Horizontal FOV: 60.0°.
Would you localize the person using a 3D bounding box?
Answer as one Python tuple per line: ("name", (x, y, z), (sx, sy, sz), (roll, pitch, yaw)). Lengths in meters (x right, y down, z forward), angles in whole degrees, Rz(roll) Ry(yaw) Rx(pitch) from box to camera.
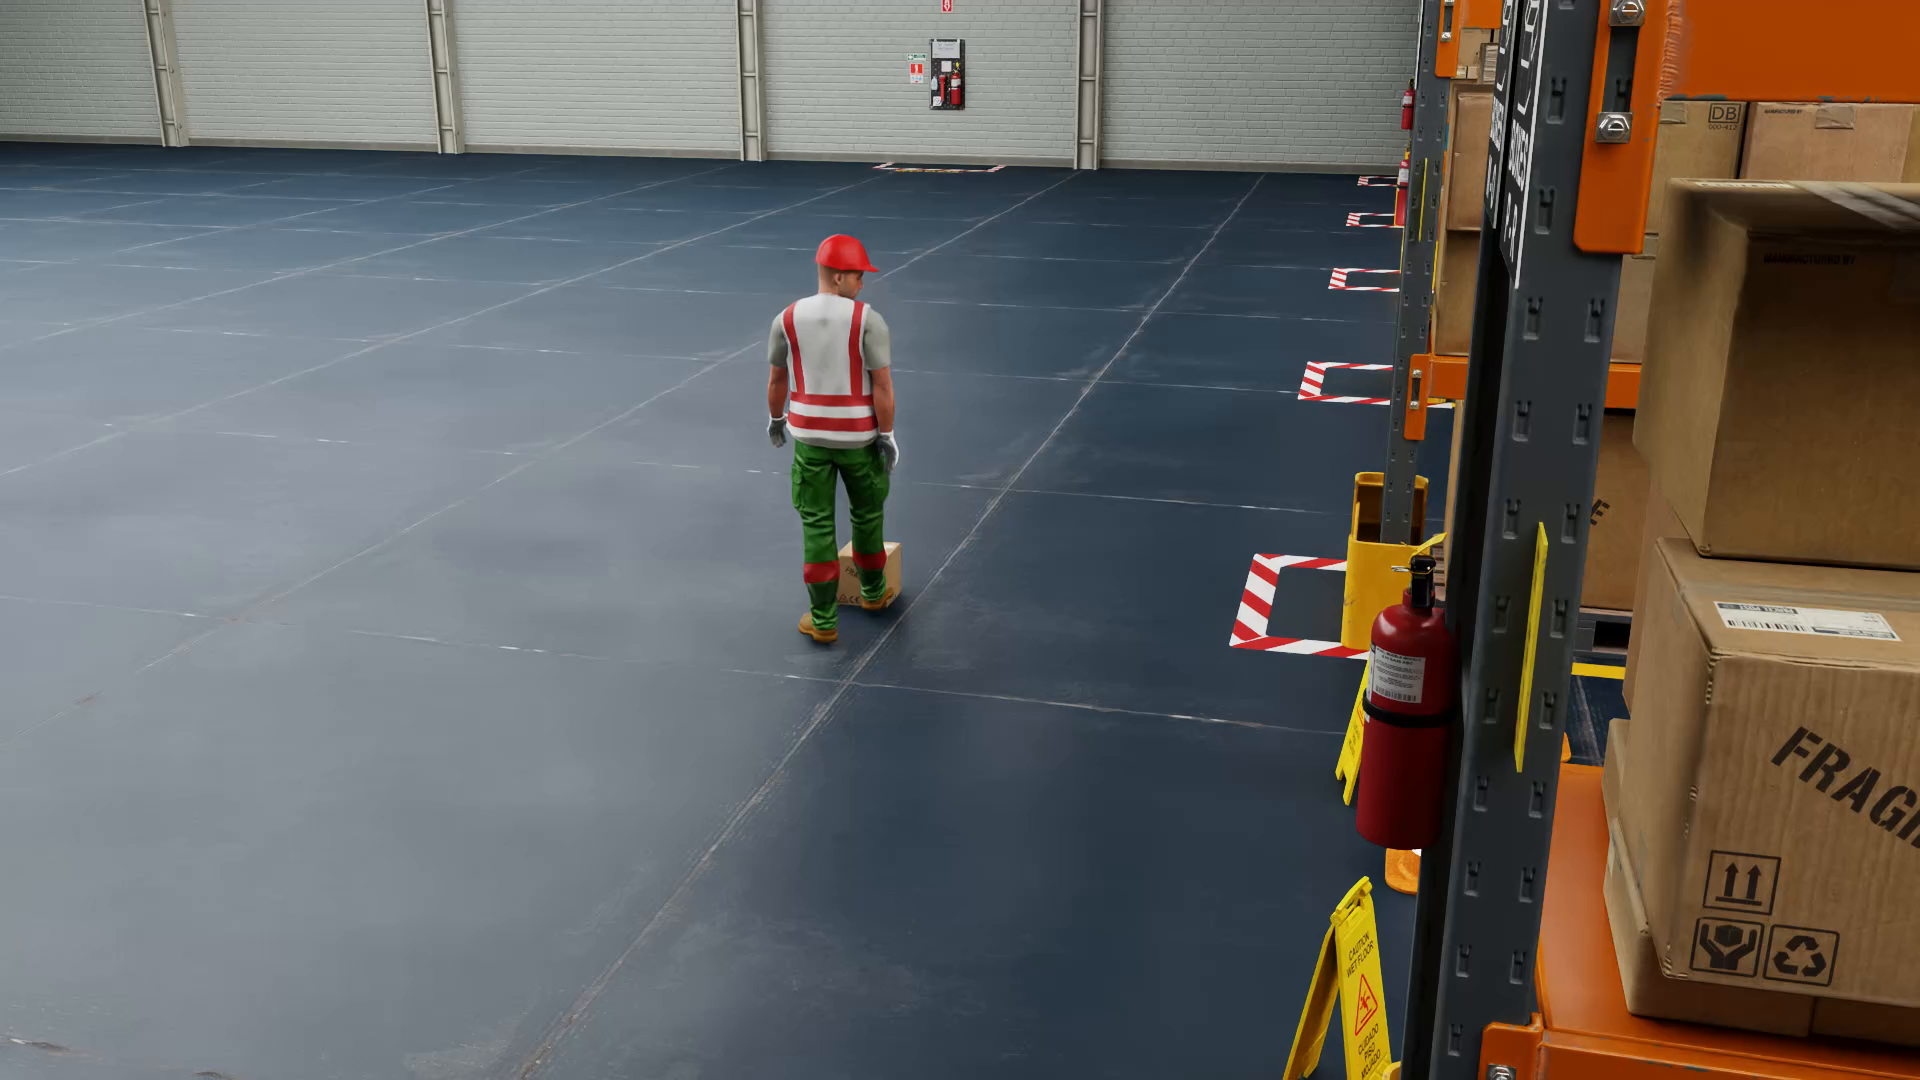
("person", (-0.568, -0.484, 7.427), (0.615, 1.770, 0.727), (1, 18, 2))
